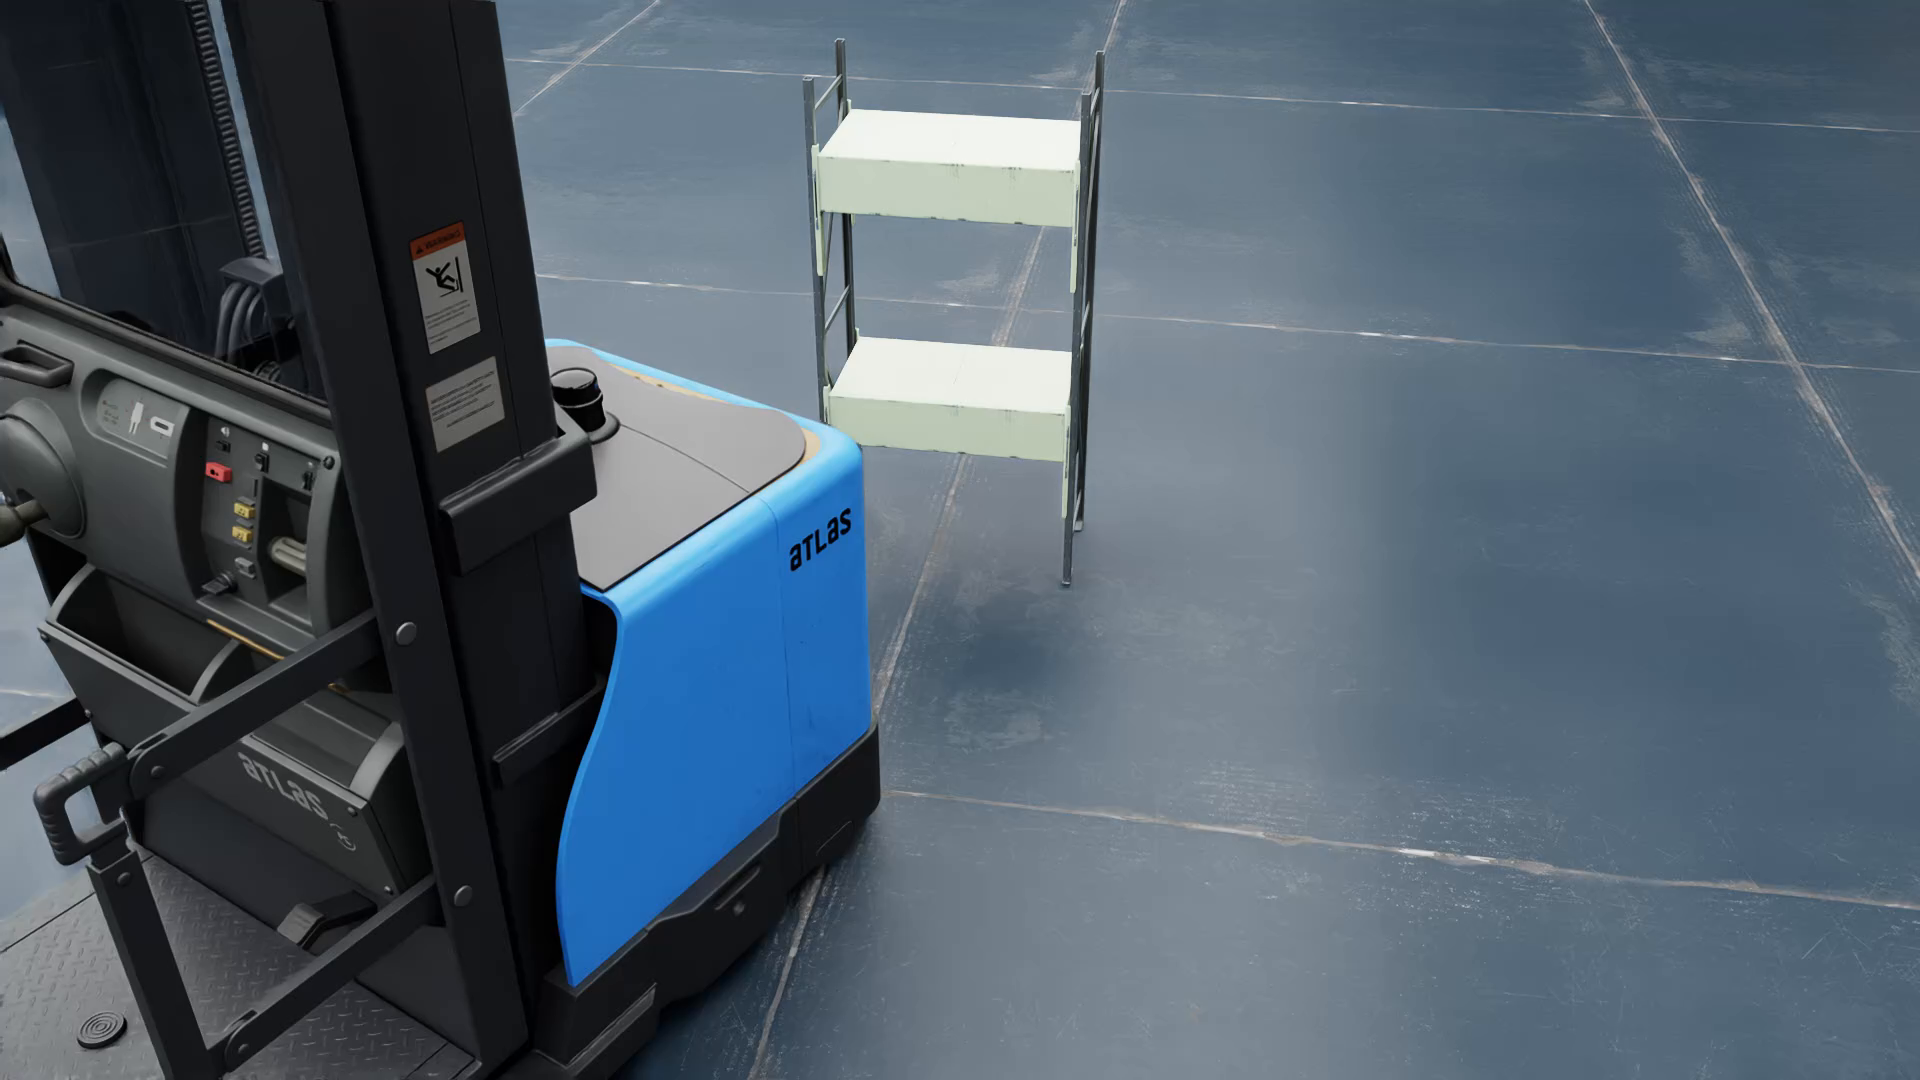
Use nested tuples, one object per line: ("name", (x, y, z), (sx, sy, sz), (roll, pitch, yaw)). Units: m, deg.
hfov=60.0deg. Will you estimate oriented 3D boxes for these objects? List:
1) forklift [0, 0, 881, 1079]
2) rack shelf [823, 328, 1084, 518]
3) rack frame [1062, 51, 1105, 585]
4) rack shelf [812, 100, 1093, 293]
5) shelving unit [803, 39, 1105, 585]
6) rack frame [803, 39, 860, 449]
("forklift", (-1.433, -0.051, 2.569), (1.130, 2.935, 3.031), (20, 37, 28))
("rack shelf", (-0.007, -0.360, 5.026), (0.720, 0.370, 0.431), (5, 32, 8))
("rack frame", (0.354, -0.604, 4.801), (0.023, 1.500, 0.400), (5, 32, 8))
("rack shelf", (-0.007, -0.967, 4.646), (0.720, 0.370, 0.431), (5, 32, 8))
("shelving unit", (-0.007, -0.636, 4.853), (0.755, 1.500, 0.431), (5, 32, 8))
("rack frame", (-0.367, -0.669, 4.905), (0.023, 1.500, 0.400), (5, 32, 8))
